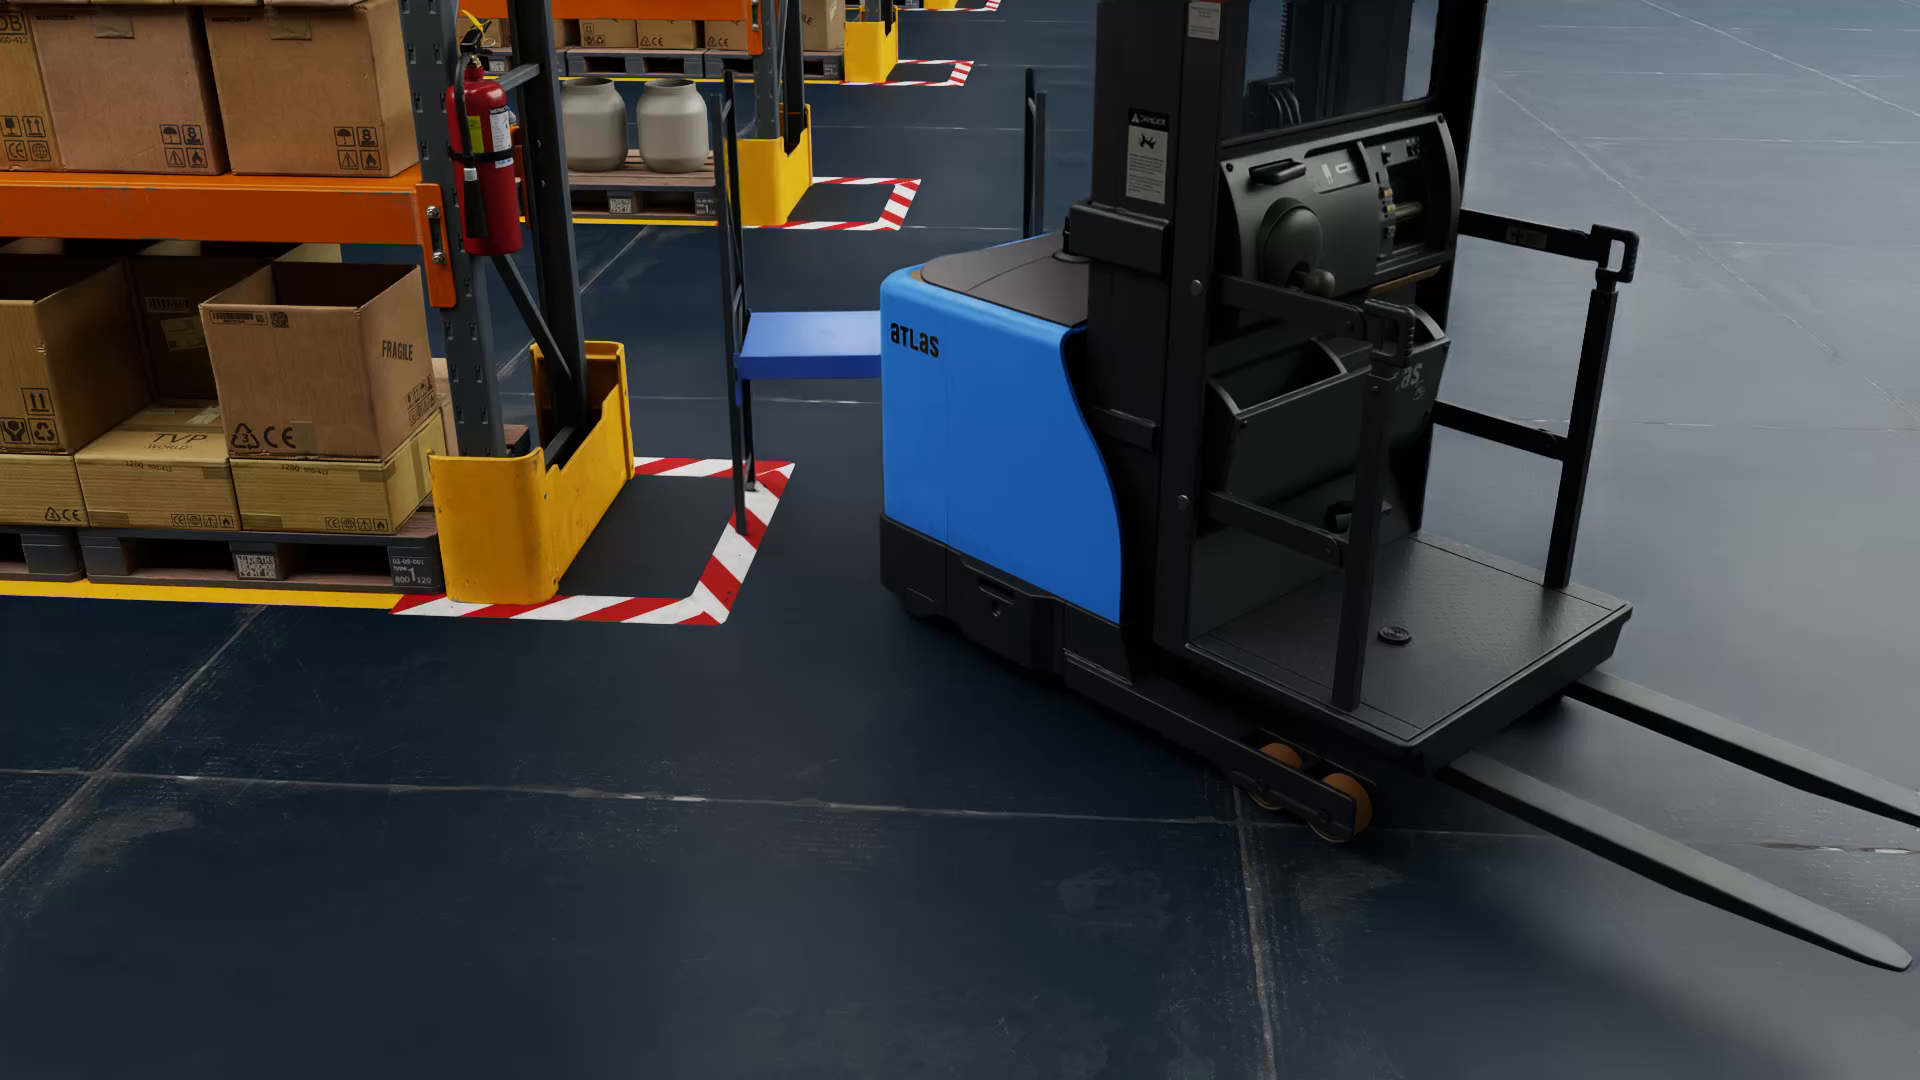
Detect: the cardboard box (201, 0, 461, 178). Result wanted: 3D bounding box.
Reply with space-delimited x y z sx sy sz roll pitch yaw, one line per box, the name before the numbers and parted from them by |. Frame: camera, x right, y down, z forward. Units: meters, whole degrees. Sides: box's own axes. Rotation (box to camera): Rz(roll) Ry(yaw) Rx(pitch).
cardboard box | -1.931 -1.468 5.232 0.500 0.500 0.700 2 25 4

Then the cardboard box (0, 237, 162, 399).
cardboard box | -2.983 -0.820 5.834 0.500 0.500 0.500 2 25 4

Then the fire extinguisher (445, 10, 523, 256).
fire extinguisher | -1.385 -1.170 4.796 0.183 0.674 0.296 2 25 4

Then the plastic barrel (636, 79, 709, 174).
plastic barrel | -1.746 -2.516 10.104 0.421 0.512 0.421 0 25 0

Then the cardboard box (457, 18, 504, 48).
cardboard box | -4.297 -4.685 14.830 0.500 0.500 0.500 1 25 2

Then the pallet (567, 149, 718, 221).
pallet | -1.973 -2.211 10.302 1.213 0.211 1.003 2 25 4

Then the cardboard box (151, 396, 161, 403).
cardboard box | -2.982 -0.484 6.001 0.500 0.250 0.500 2 25 4

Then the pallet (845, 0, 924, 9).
pallet | -1.028 -6.321 19.235 1.213 0.211 1.003 2 25 4

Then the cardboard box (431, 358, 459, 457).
cardboard box | -1.985 -0.454 5.935 0.500 0.250 0.500 2 25 4

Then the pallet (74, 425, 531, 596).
pallet | -2.233 -0.143 5.807 1.213 0.211 1.003 2 25 4

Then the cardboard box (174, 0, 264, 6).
cardboard box | -2.124 -1.683 4.923 0.250 0.149 0.380 2 25 5

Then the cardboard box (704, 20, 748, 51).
cardboard box | -1.925 -4.618 14.685 0.500 0.500 0.500 8 26 18

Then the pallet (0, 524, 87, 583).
pallet | -3.446 -0.183 5.894 1.213 0.211 1.003 2 25 4

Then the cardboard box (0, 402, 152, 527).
cardboard box | -3.022 -0.264 5.523 0.500 0.250 0.500 2 25 4

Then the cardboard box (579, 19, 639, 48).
cardboard box | -3.101 -4.682 14.825 0.500 0.500 0.500 0 25 -1

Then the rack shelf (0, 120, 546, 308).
rack shelf | -3.461 -1.139 5.498 4.000 0.370 1.077 2 25 4

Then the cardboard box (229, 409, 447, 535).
cardboard box | -2.024 -0.238 5.466 0.500 0.250 0.500 2 25 4

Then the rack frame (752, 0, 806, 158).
rack frame | -1.084 -3.467 9.695 0.127 3.000 1.000 2 25 4

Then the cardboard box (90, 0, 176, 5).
cardboard box | -2.379 -1.691 4.941 0.250 0.149 0.380 1 25 3

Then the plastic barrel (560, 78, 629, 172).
plastic barrel | -2.246 -2.532 10.139 0.421 0.512 0.421 0 25 0

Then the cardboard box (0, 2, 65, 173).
cardboard box | -2.950 -1.501 5.304 0.500 0.500 0.700 2 25 4

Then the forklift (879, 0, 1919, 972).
forklift | 1.114 -0.824 4.035 1.130 2.935 3.031 -21 32 -38

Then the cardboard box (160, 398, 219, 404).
cardboard box | -2.483 -0.468 5.966 0.500 0.250 0.500 2 25 4

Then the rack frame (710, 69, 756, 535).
rack frame | -0.771 -0.803 5.701 0.032 1.500 0.500 -1 25 -2

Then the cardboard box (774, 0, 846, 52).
cardboard box | -1.326 -4.613 14.675 0.500 0.500 0.500 6 25 14

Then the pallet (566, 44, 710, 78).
pallet | -2.801 -4.347 14.946 1.213 0.211 1.003 2 25 4

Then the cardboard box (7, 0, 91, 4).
cardboard box | -2.629 -1.700 4.961 0.250 0.149 0.380 2 25 5

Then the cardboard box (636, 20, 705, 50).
cardboard box | -2.548 -4.646 14.746 0.500 0.500 0.500 4 25 9

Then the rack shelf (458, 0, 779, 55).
rack shelf | -3.078 -3.204 9.985 4.000 0.370 1.077 2 25 4

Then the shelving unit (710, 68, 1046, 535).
shelving unit | -0.263 -0.812 5.719 1.048 1.500 0.538 -1 25 -2

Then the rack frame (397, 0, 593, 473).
rack frame | -1.467 -1.402 5.209 0.127 3.000 1.000 2 25 4

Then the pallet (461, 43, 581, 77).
pallet | -4.021 -4.385 15.028 1.213 0.211 1.003 2 25 4

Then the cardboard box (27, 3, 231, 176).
cardboard box | -2.455 -1.483 5.264 0.500 0.500 0.700 2 25 5

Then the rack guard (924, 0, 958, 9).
rack guard | -0.200 -6.459 19.188 0.348 0.500 1.175 2 25 4

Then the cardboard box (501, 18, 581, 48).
cardboard box | -3.726 -4.669 14.797 0.500 0.500 0.500 10 27 21

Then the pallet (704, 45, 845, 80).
pallet | -1.588 -4.307 14.858 1.213 0.211 1.003 2 25 4

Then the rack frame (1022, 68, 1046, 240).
rack frame | 0.245 -0.820 5.737 0.032 1.500 0.500 -1 25 -2

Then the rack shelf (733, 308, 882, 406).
rack shelf | -0.263 -0.648 5.794 1.000 0.185 0.538 -1 25 -2

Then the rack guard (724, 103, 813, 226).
rack guard | -1.163 -2.314 10.180 0.348 0.500 1.175 2 25 4

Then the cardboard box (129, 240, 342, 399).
cardboard box | -2.483 -0.810 5.811 0.500 0.500 0.500 2 25 4

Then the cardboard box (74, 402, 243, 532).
cardboard box | -2.524 -0.249 5.490 0.500 0.250 0.500 2 25 4

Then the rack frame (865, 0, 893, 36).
rack frame | -0.705 -5.531 14.182 0.127 3.000 1.000 2 25 4

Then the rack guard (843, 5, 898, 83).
rack guard | -0.781 -4.398 14.709 0.348 0.500 1.175 2 25 4

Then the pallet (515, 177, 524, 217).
pallet | -3.186 -2.251 10.389 1.213 0.211 1.003 2 25 4

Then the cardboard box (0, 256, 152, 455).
cardboard box | -3.023 -0.604 5.363 0.500 0.500 0.500 2 25 4

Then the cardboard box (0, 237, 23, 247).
cardboard box | -3.480 -0.844 5.885 0.500 0.500 0.500 2 25 4

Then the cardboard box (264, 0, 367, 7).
cardboard box | -1.862 -1.675 4.906 0.250 0.149 0.380 1 25 3

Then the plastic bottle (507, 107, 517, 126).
plastic bottle | -2.868 -2.615 10.582 0.097 0.271 0.097 0 25 0

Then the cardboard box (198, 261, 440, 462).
cardboard box | -2.024 -0.578 5.307 0.500 0.500 0.500 2 25 4

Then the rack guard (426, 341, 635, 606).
rack guard | -1.443 -0.266 5.730 0.348 0.500 1.175 2 25 4
